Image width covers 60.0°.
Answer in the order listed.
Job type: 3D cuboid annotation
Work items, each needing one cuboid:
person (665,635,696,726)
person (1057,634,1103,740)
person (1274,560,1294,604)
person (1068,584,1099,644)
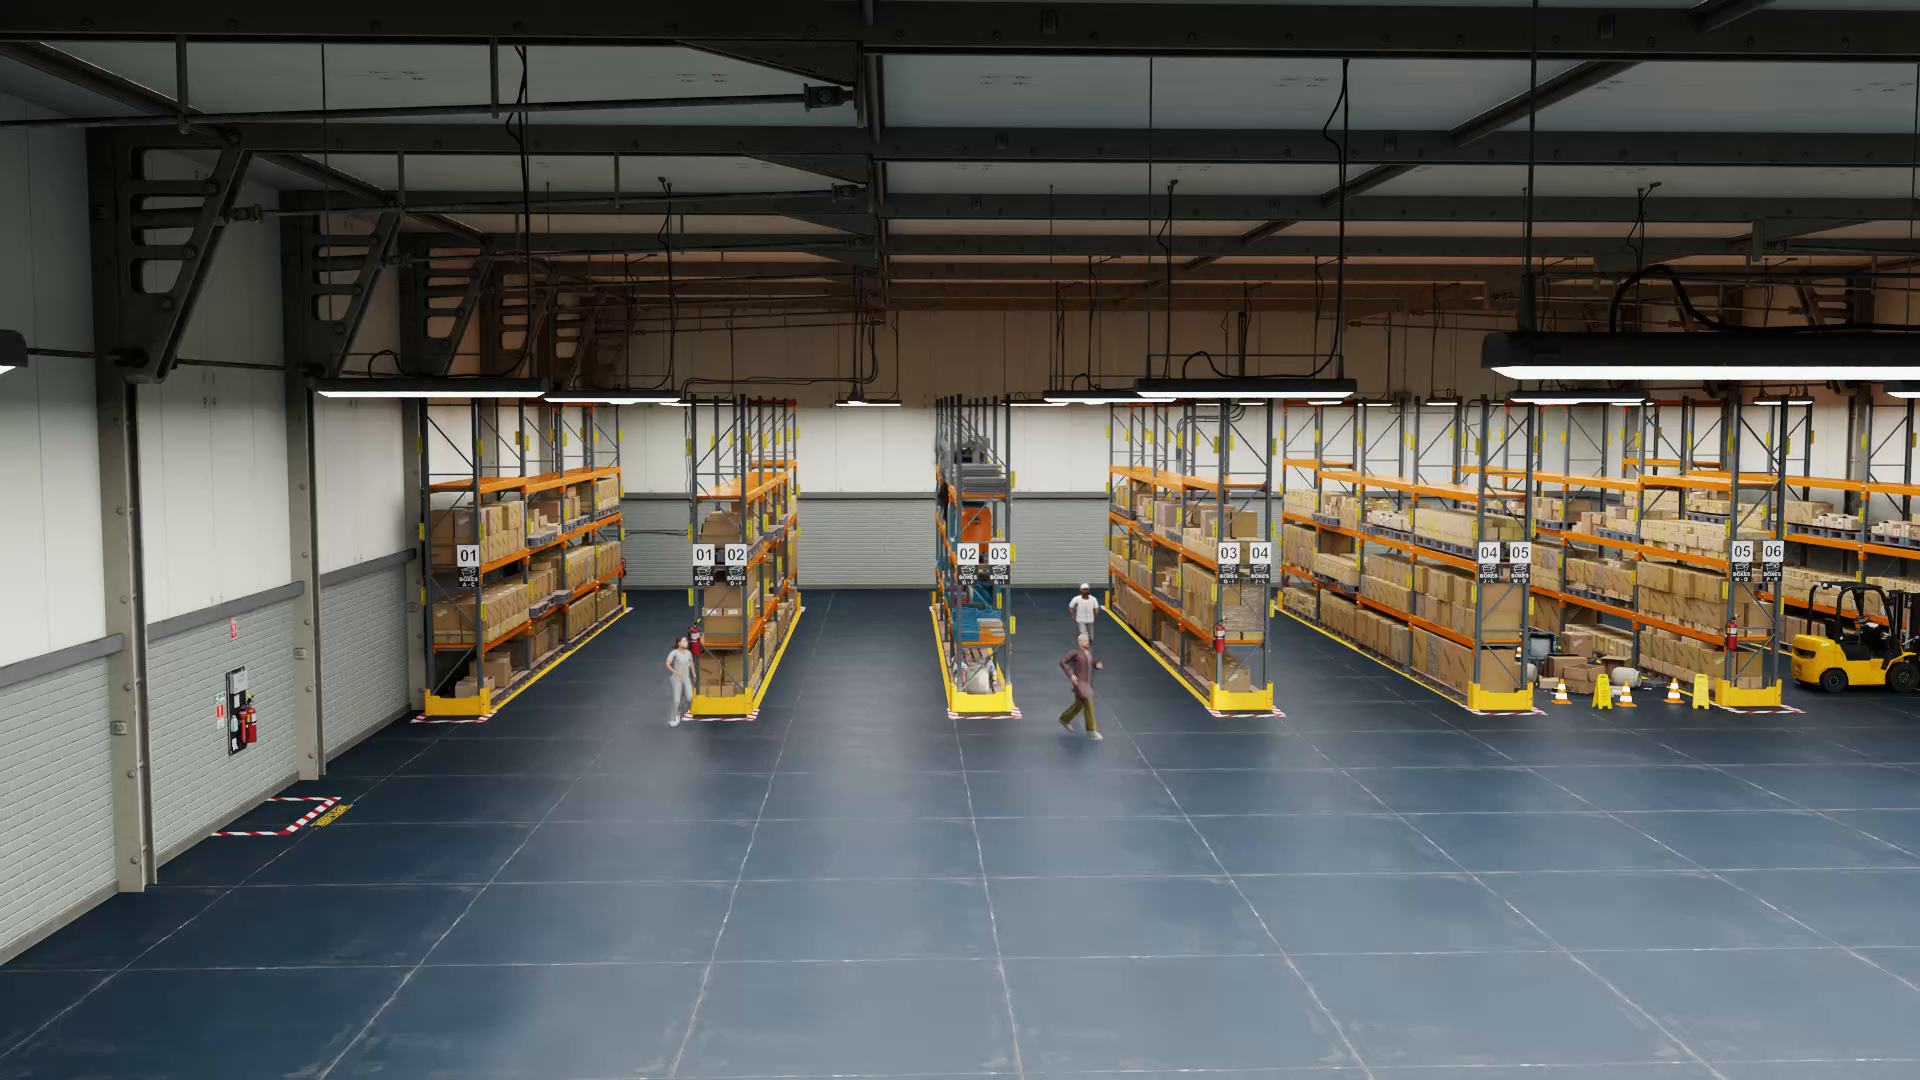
[{"bbox_3d":[-5.021,2.540,30.112,0.637,1.631,0.537,-4,6,-41],"label":"person"},{"bbox_3d":[2.132,2.542,29.086,0.975,1.817,0.679,3,6,35],"label":"person"},{"bbox_3d":[9.604,1.050,48.881,0.821,1.715,0.642,-1,5,-13],"label":"person"},{"bbox_3d":[2.852,1.862,38.106,0.711,1.733,0.795,-1,5,-9],"label":"person"}]
